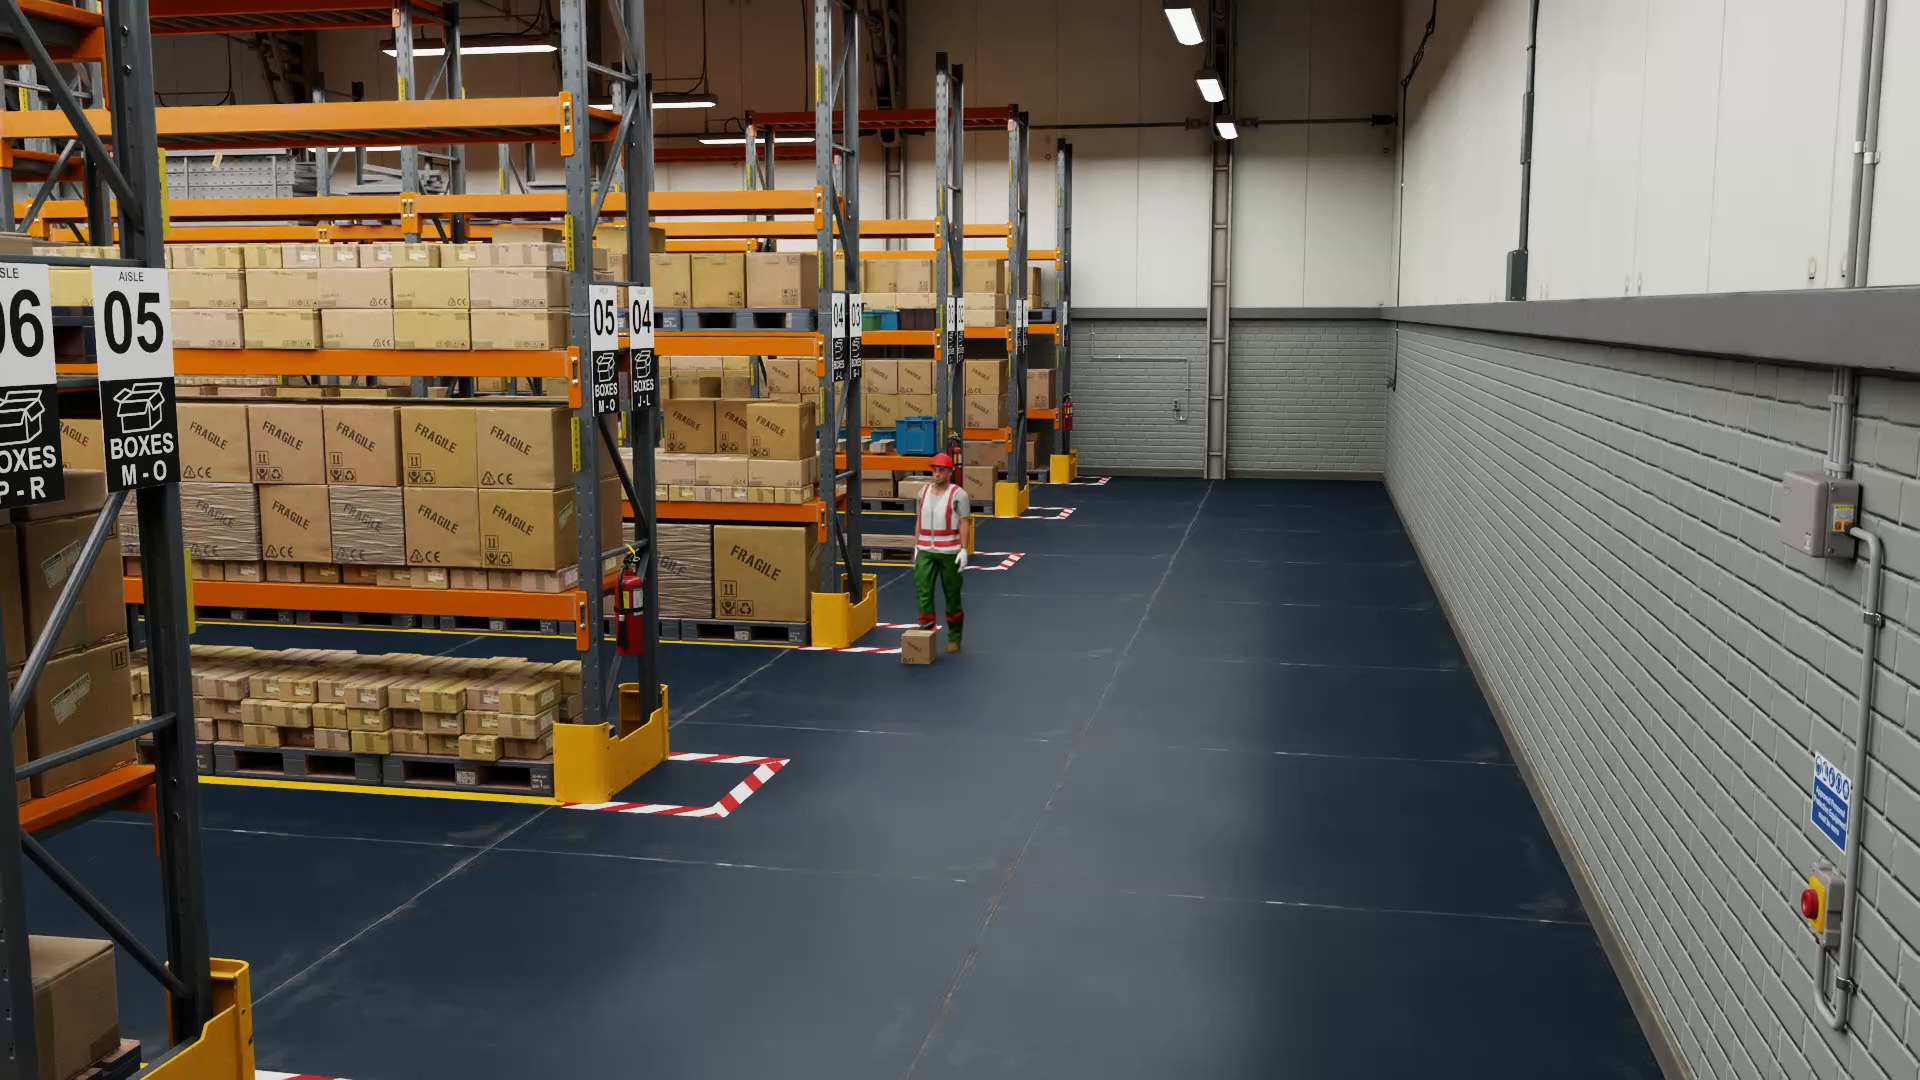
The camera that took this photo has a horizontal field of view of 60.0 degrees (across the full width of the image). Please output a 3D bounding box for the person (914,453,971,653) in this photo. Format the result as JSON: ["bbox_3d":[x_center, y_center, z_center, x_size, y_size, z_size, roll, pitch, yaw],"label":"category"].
[{"bbox_3d":[-0.187,0.122,14.854,0.524,1.796,0.457,4,9,24],"label":"person"}]
